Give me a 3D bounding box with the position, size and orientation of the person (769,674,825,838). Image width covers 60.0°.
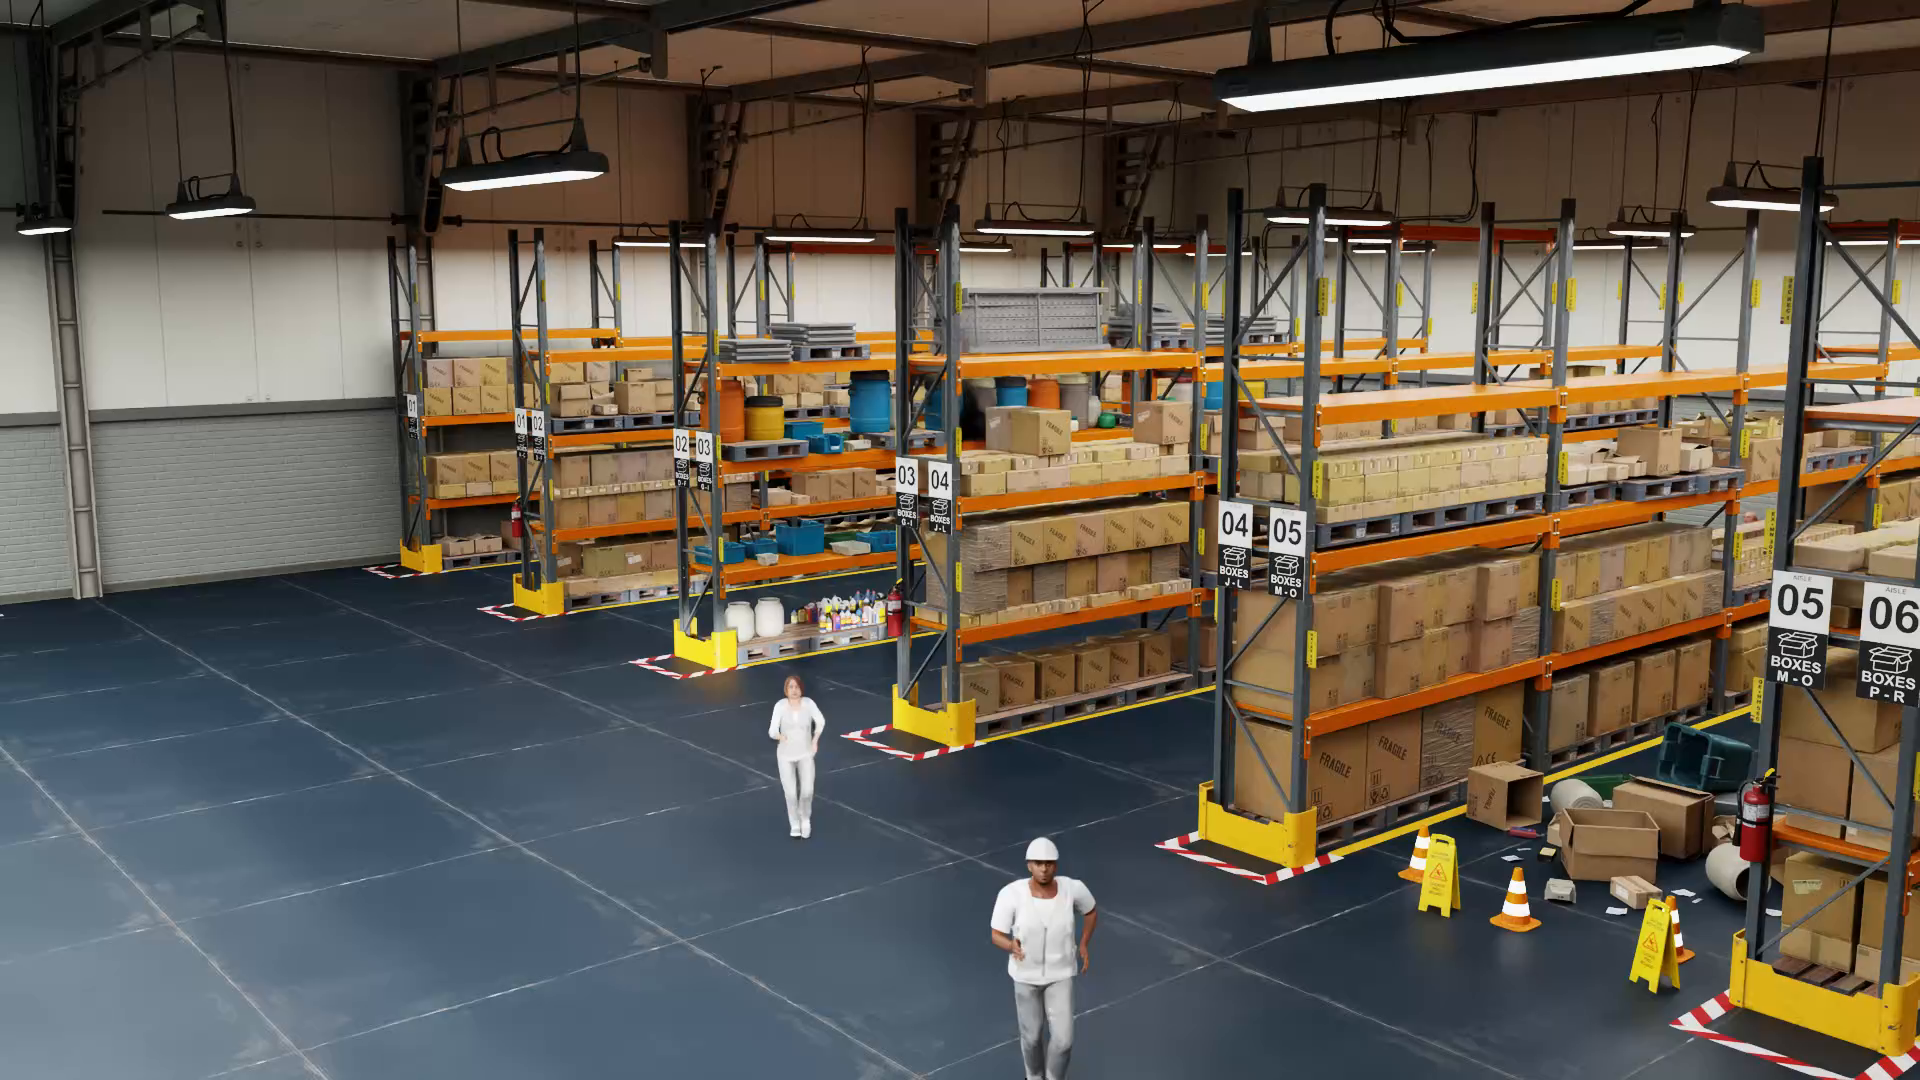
[{"bbox_3d":[-1.509,2.028,15.416,0.519,1.563,0.580,-1,9,-5],"label":"person"}]

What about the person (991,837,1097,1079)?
[{"bbox_3d":[0.526,2.736,10.329,0.676,1.790,0.668,0,9,1],"label":"person"}]

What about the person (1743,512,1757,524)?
[{"bbox_3d":[12.038,0.443,25.291,0.912,1.763,0.663,-6,10,-33],"label":"person"}]
